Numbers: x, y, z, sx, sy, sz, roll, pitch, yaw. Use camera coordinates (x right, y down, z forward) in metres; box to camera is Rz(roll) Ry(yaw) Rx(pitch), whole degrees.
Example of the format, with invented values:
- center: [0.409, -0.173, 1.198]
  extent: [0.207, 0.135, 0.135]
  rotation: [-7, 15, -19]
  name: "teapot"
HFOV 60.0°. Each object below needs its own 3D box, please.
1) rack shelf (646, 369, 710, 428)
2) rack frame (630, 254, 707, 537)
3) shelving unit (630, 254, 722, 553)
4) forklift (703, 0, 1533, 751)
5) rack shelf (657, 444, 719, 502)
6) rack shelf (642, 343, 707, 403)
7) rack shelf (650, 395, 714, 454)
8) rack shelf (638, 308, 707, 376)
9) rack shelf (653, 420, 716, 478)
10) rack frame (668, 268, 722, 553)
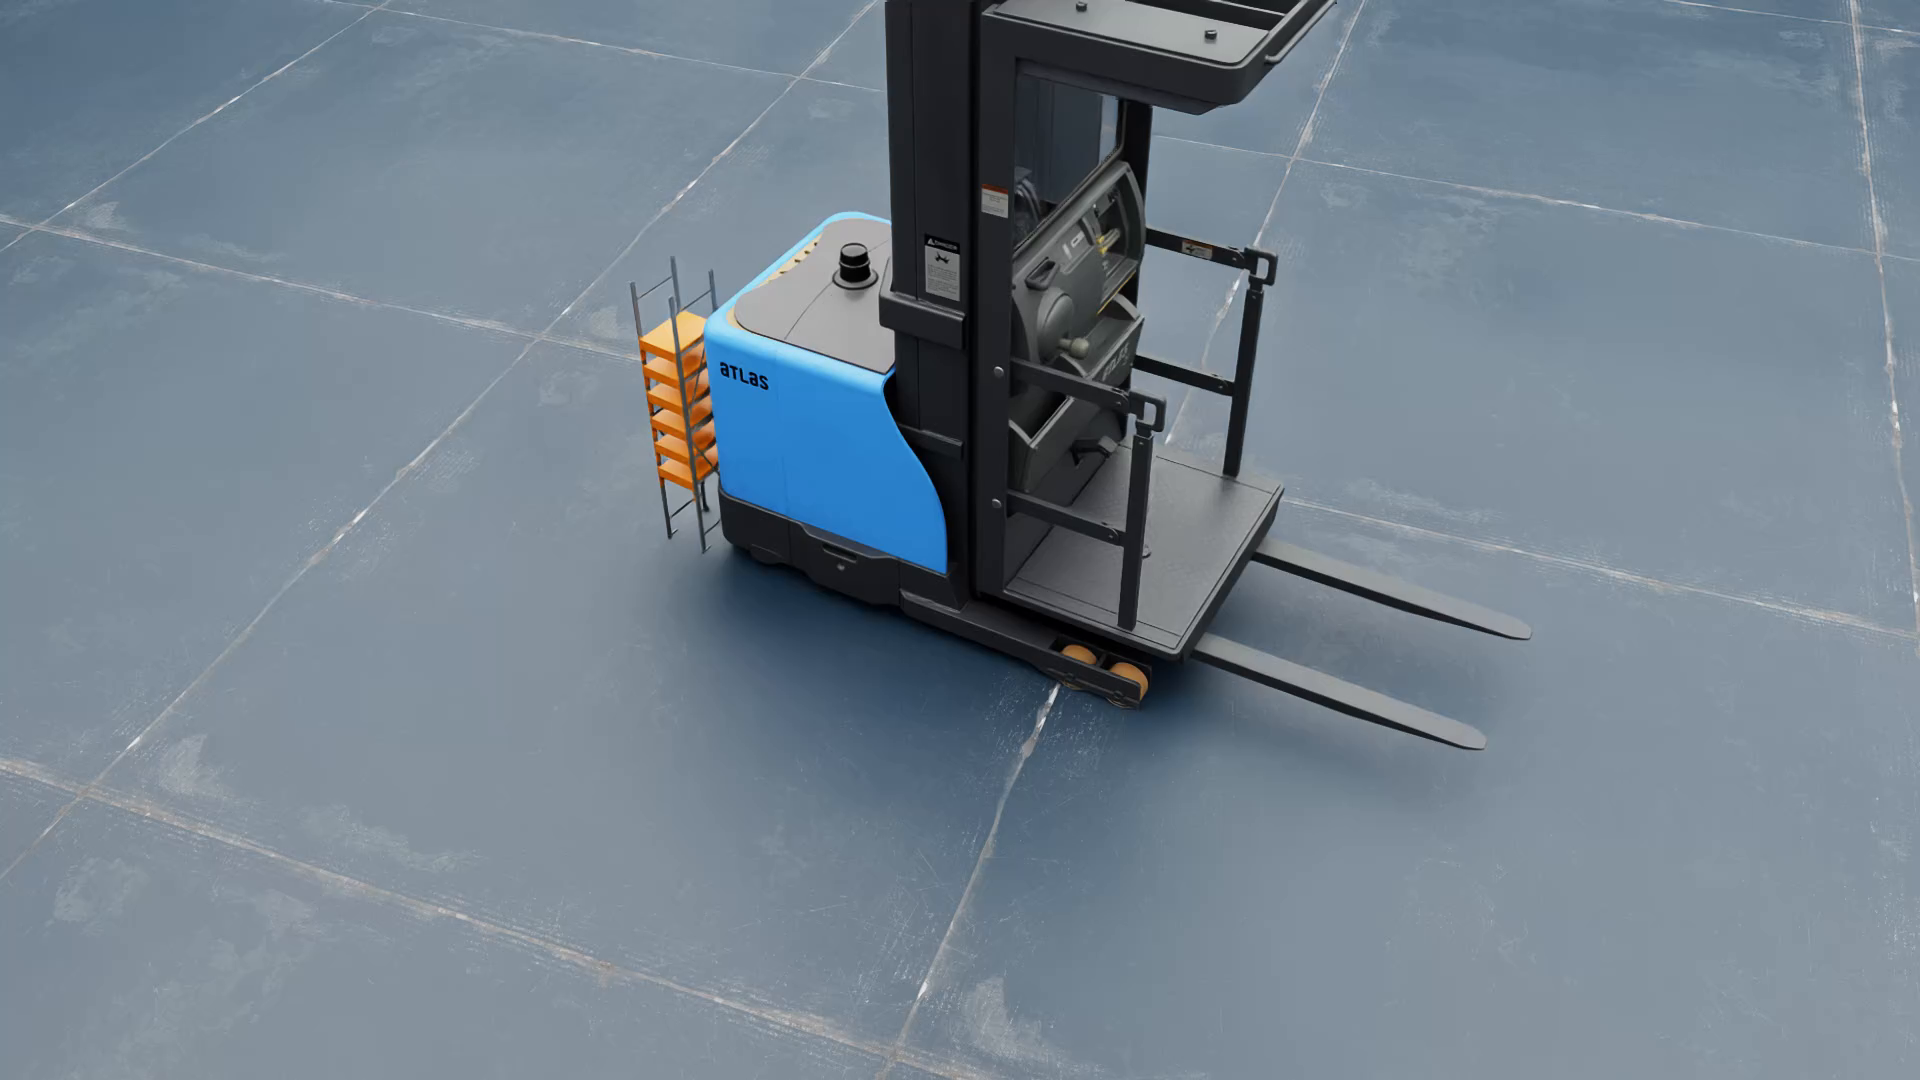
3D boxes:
- center: [-1.045, -0.559, 6.364]
  extent: [0.180, 0.103, 0.258]
  rotation: [23, 46, 25]
  name: "rack shelf"
- center: [-1.122, -0.534, 6.452]
  extent: [0.006, 1.200, 0.240]
  rotation: [23, 46, 25]
  name: "rack frame"
- center: [-1.045, -0.502, 6.413]
  extent: [0.189, 1.200, 0.258]
  rotation: [23, 46, 25]
  name: "shelving unit"
- center: [0.590, -0.902, 5.549]
  extent: [3.031, 2.935, 1.130]
  rotation: [20, 44, 21]
  name: "forklift"
- center: [-1.045, -0.285, 6.598]
  extent: [0.180, 0.103, 0.258]
  rotation: [23, 46, 25]
  name: "rack shelf"
- center: [-1.045, -0.650, 6.287]
  extent: [0.180, 0.103, 0.258]
  rotation: [23, 46, 25]
  name: "rack shelf"
- center: [-1.045, -0.468, 6.442]
  extent: [0.180, 0.103, 0.258]
  rotation: [23, 46, 25]
  name: "rack shelf"
- center: [-1.045, -0.742, 6.209]
  extent: [0.180, 0.103, 0.258]
  rotation: [23, 46, 25]
  name: "rack shelf"
- center: [-1.045, -0.376, 6.520]
  extent: [0.180, 0.103, 0.258]
  rotation: [23, 46, 25]
  name: "rack shelf"
- center: [-0.969, -0.469, 6.375]
  extent: [0.006, 1.200, 0.240]
  rotation: [23, 46, 25]
  name: "rack frame"
